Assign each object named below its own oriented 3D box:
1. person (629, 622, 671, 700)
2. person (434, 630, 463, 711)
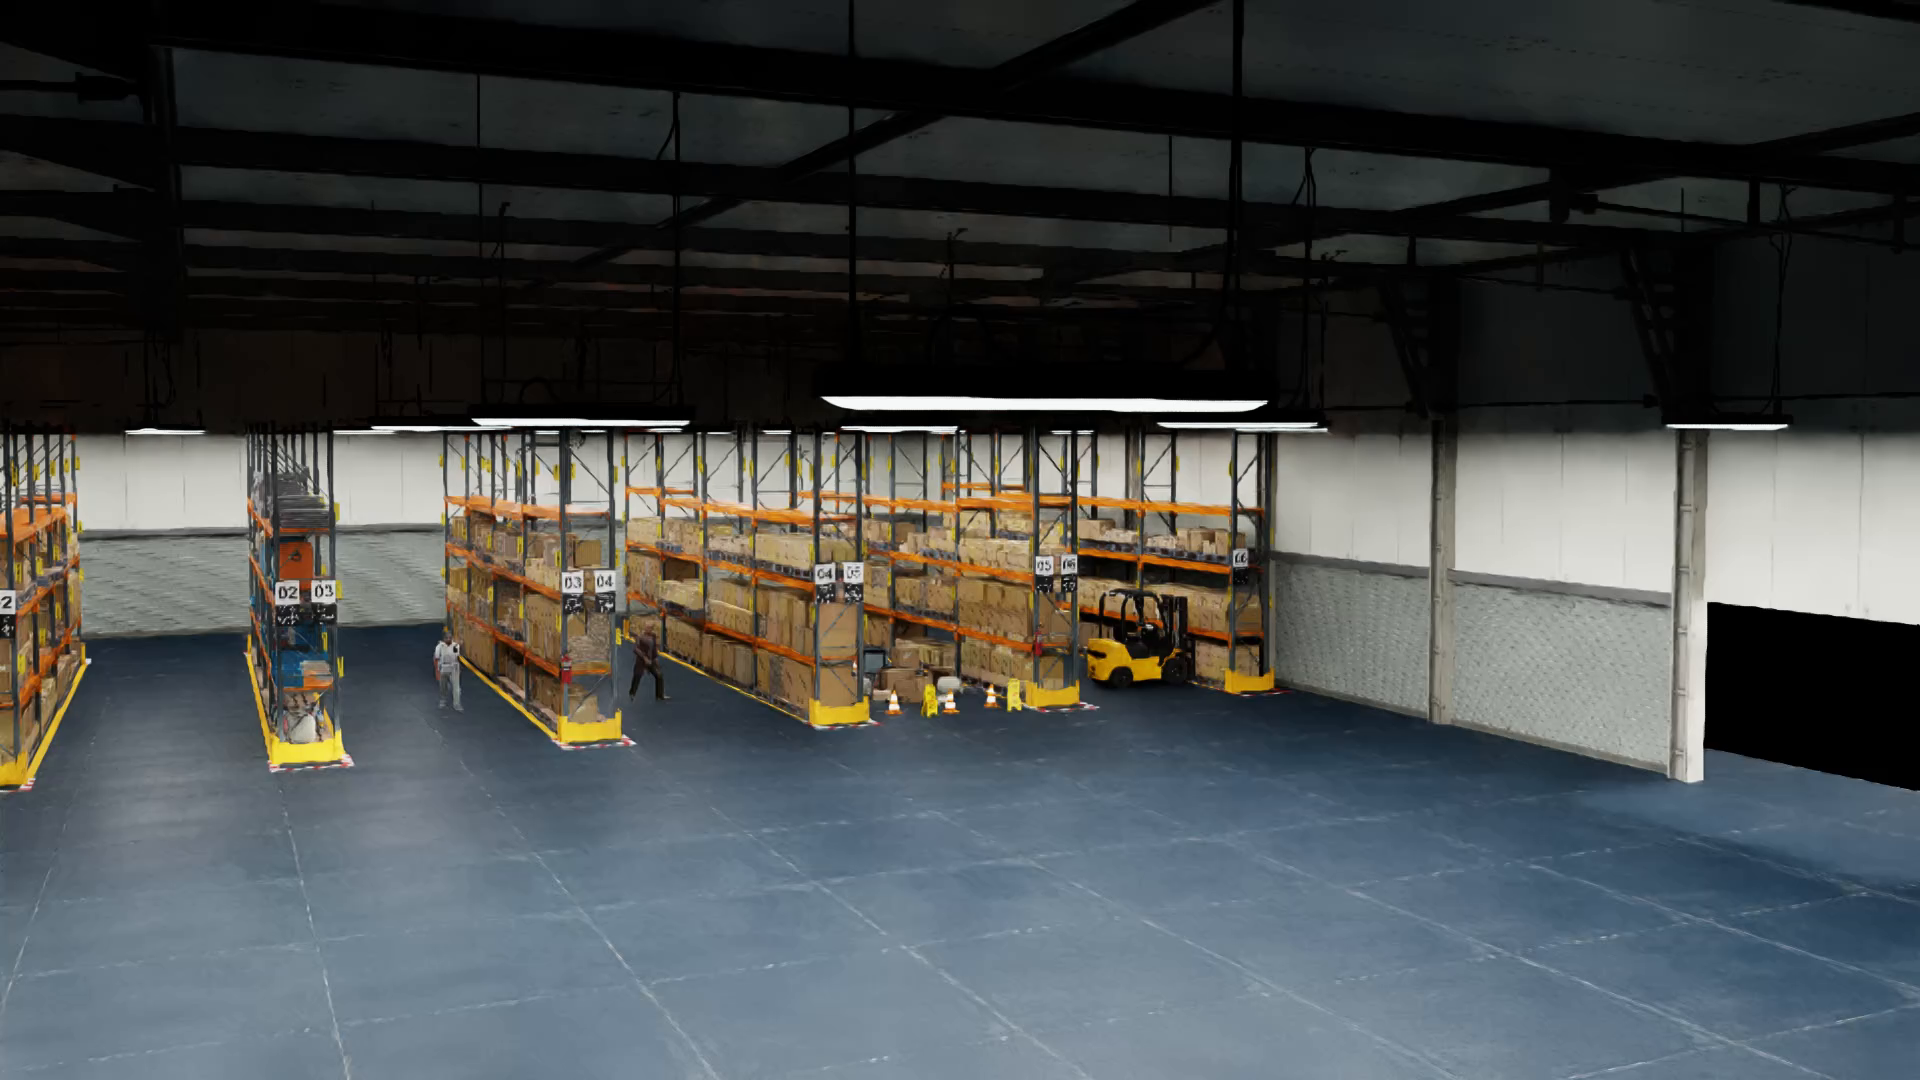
[{"bbox_3d":[-6.778,2.611,35.885,0.724,1.713,0.900,-3,5,-41],"label":"person"},{"bbox_3d":[-10.676,2.702,34.668,0.542,1.672,1.126,-1,4,-23],"label":"person"}]
